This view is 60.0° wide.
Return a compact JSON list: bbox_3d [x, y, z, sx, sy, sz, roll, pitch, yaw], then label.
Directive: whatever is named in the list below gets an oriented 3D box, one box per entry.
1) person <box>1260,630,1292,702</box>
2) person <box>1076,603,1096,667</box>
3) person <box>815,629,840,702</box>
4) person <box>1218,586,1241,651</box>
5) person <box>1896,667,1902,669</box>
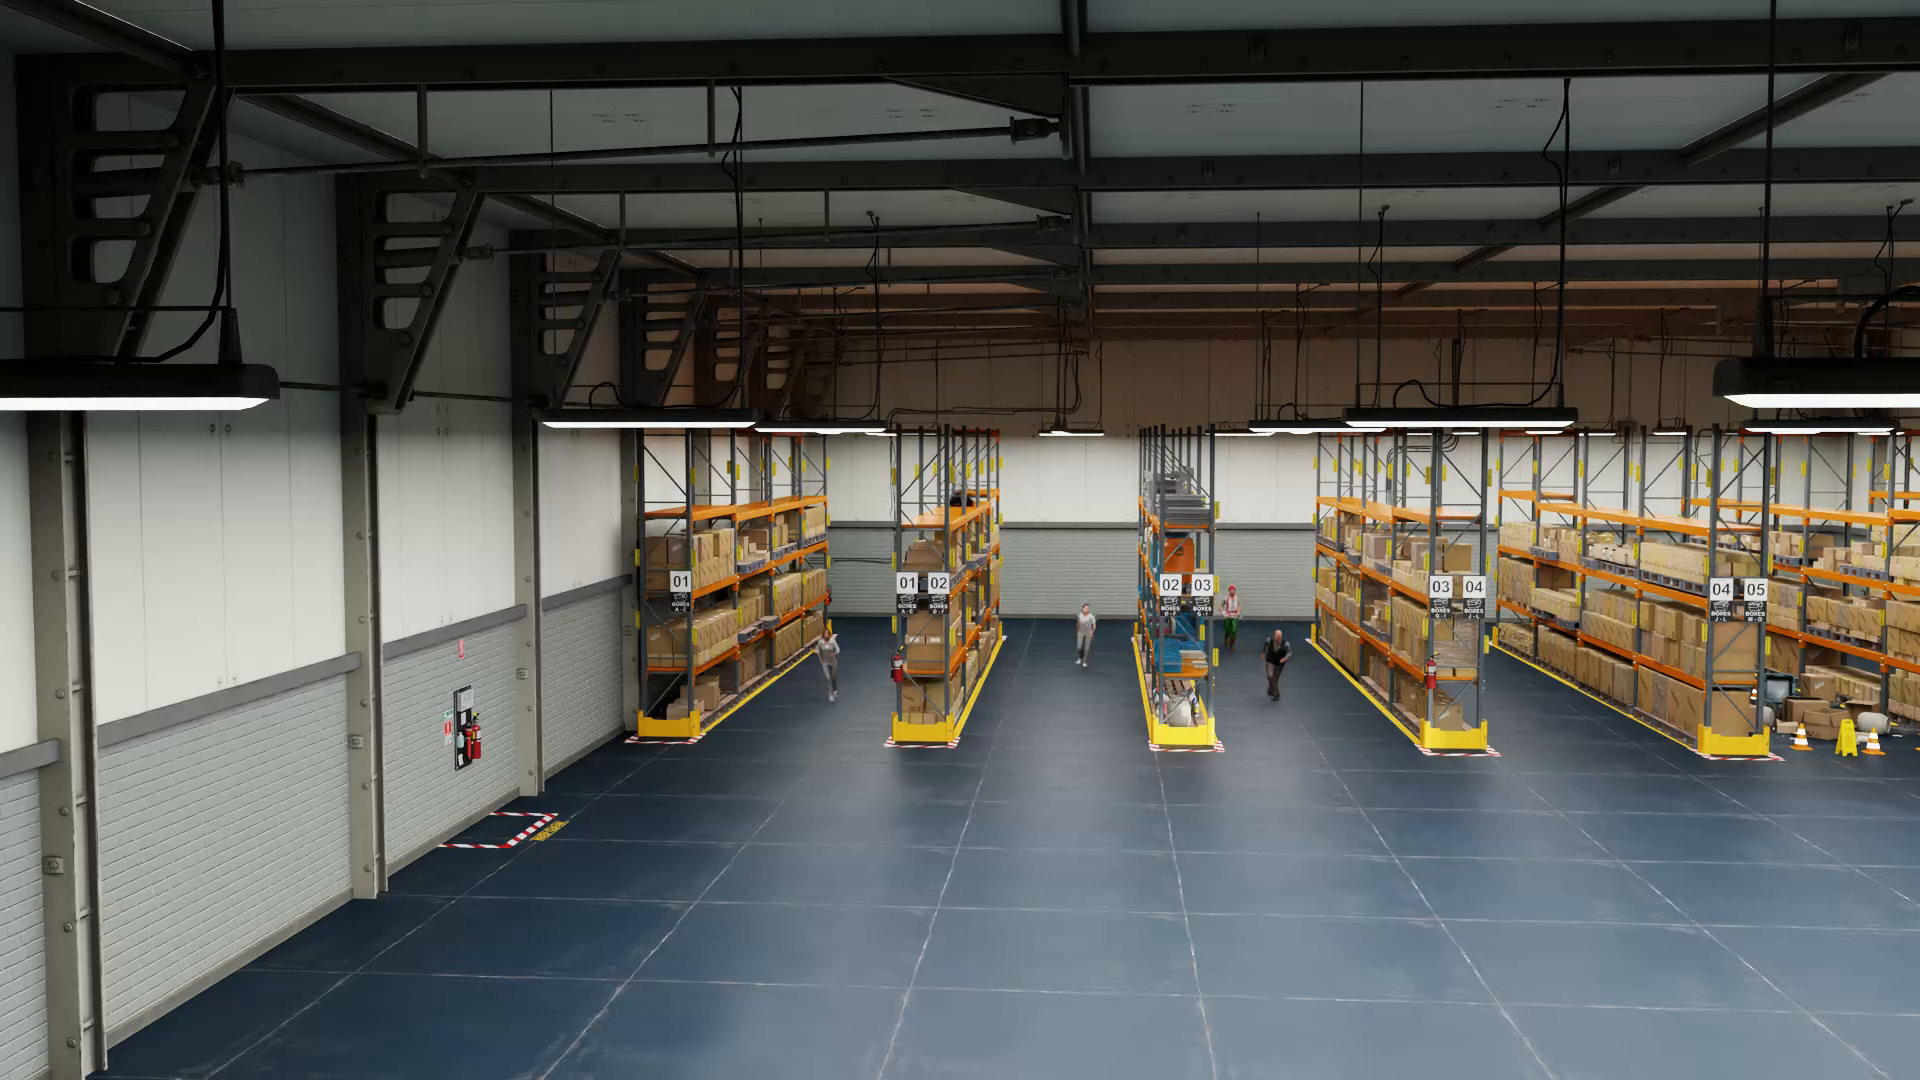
[{"bbox_3d":[6.921,2.707,36.439,0.659,1.557,1.065,0,3,6],"label":"person"},{"bbox_3d":[3.128,2.381,41.520,0.568,1.623,0.729,1,4,12],"label":"person"},{"bbox_3d":[-2.875,2.707,36.257,0.530,1.562,0.838,-1,4,-10],"label":"person"},{"bbox_3d":[7.330,2.113,45.065,0.651,1.761,0.659,-1,4,-12],"label":"person"},{"bbox_3d":[21.334,2.555,37.373,0.672,1.764,0.957,0,3,2],"label":"person"}]
